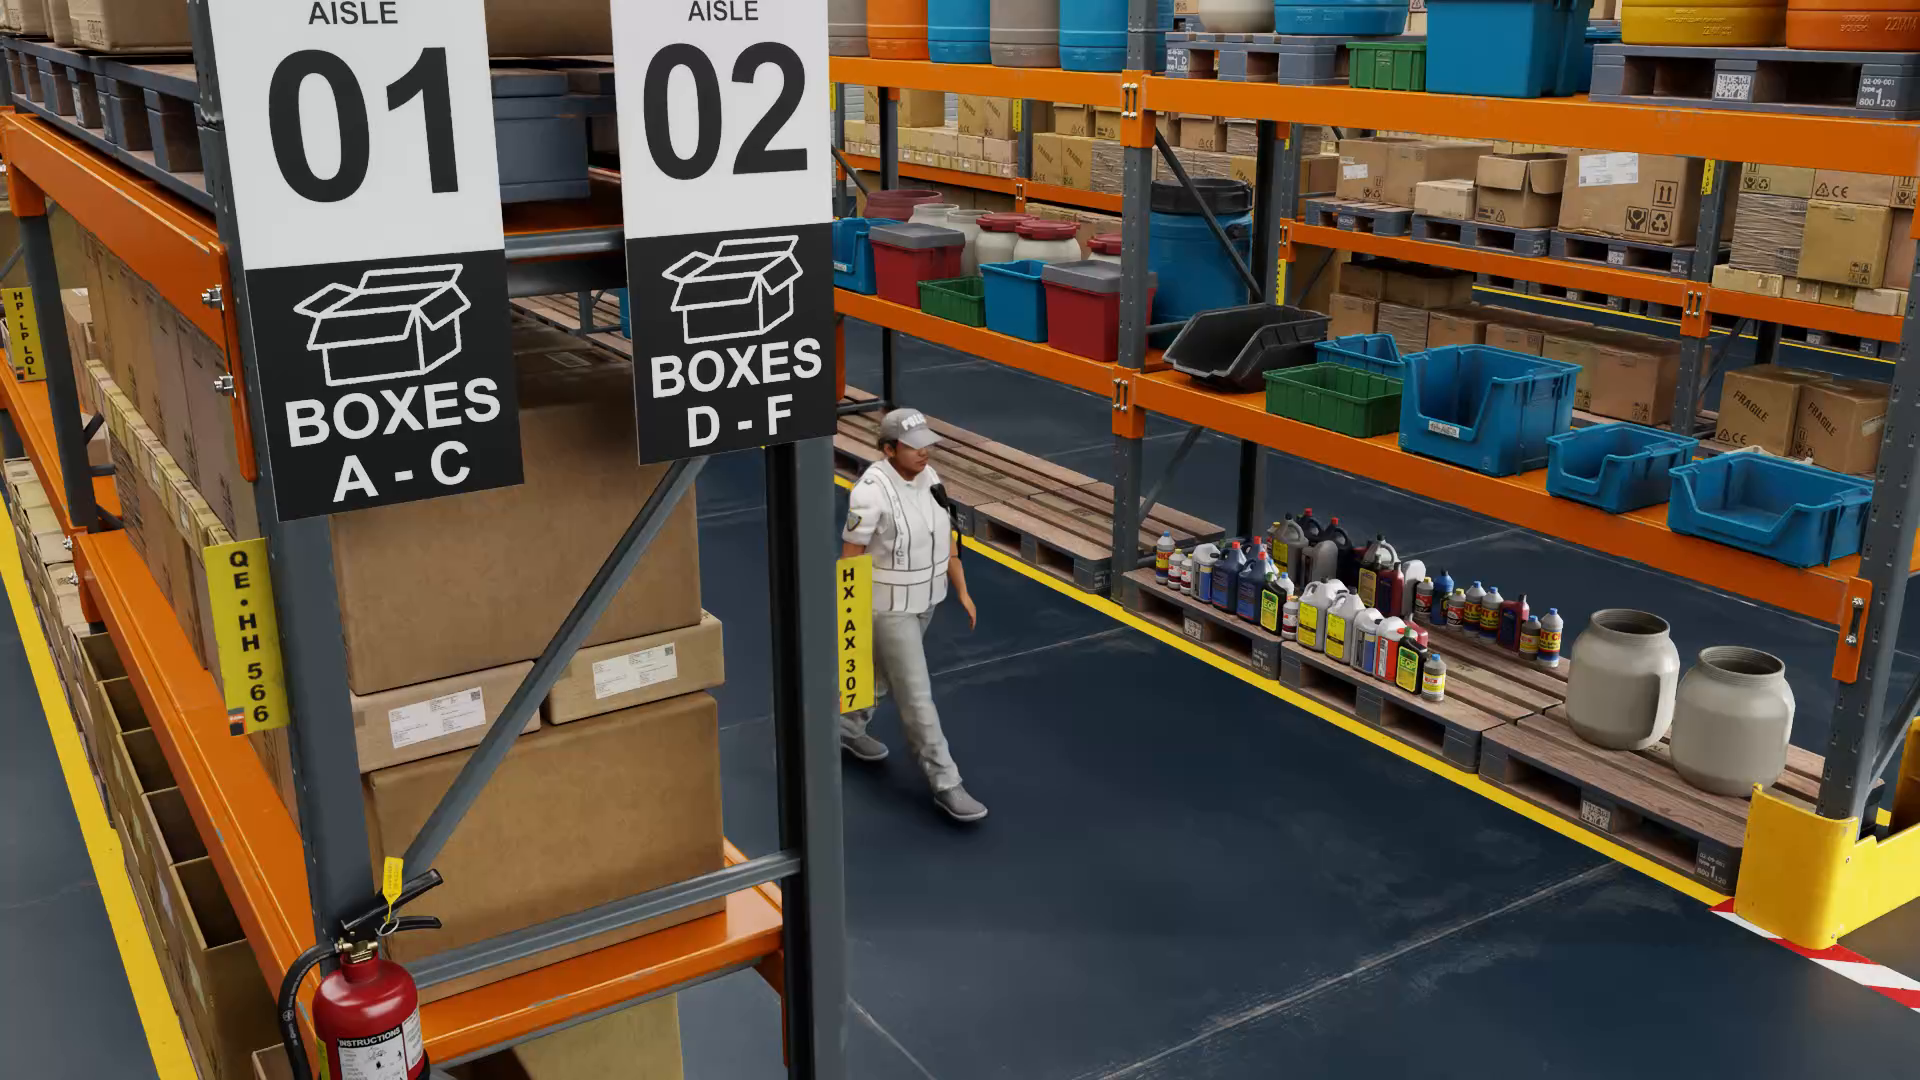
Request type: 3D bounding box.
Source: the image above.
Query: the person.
[{"bbox_3d":[-0.197,0.246,6.778,0.974,1.600,0.520,13,22,34],"label":"person"}]
